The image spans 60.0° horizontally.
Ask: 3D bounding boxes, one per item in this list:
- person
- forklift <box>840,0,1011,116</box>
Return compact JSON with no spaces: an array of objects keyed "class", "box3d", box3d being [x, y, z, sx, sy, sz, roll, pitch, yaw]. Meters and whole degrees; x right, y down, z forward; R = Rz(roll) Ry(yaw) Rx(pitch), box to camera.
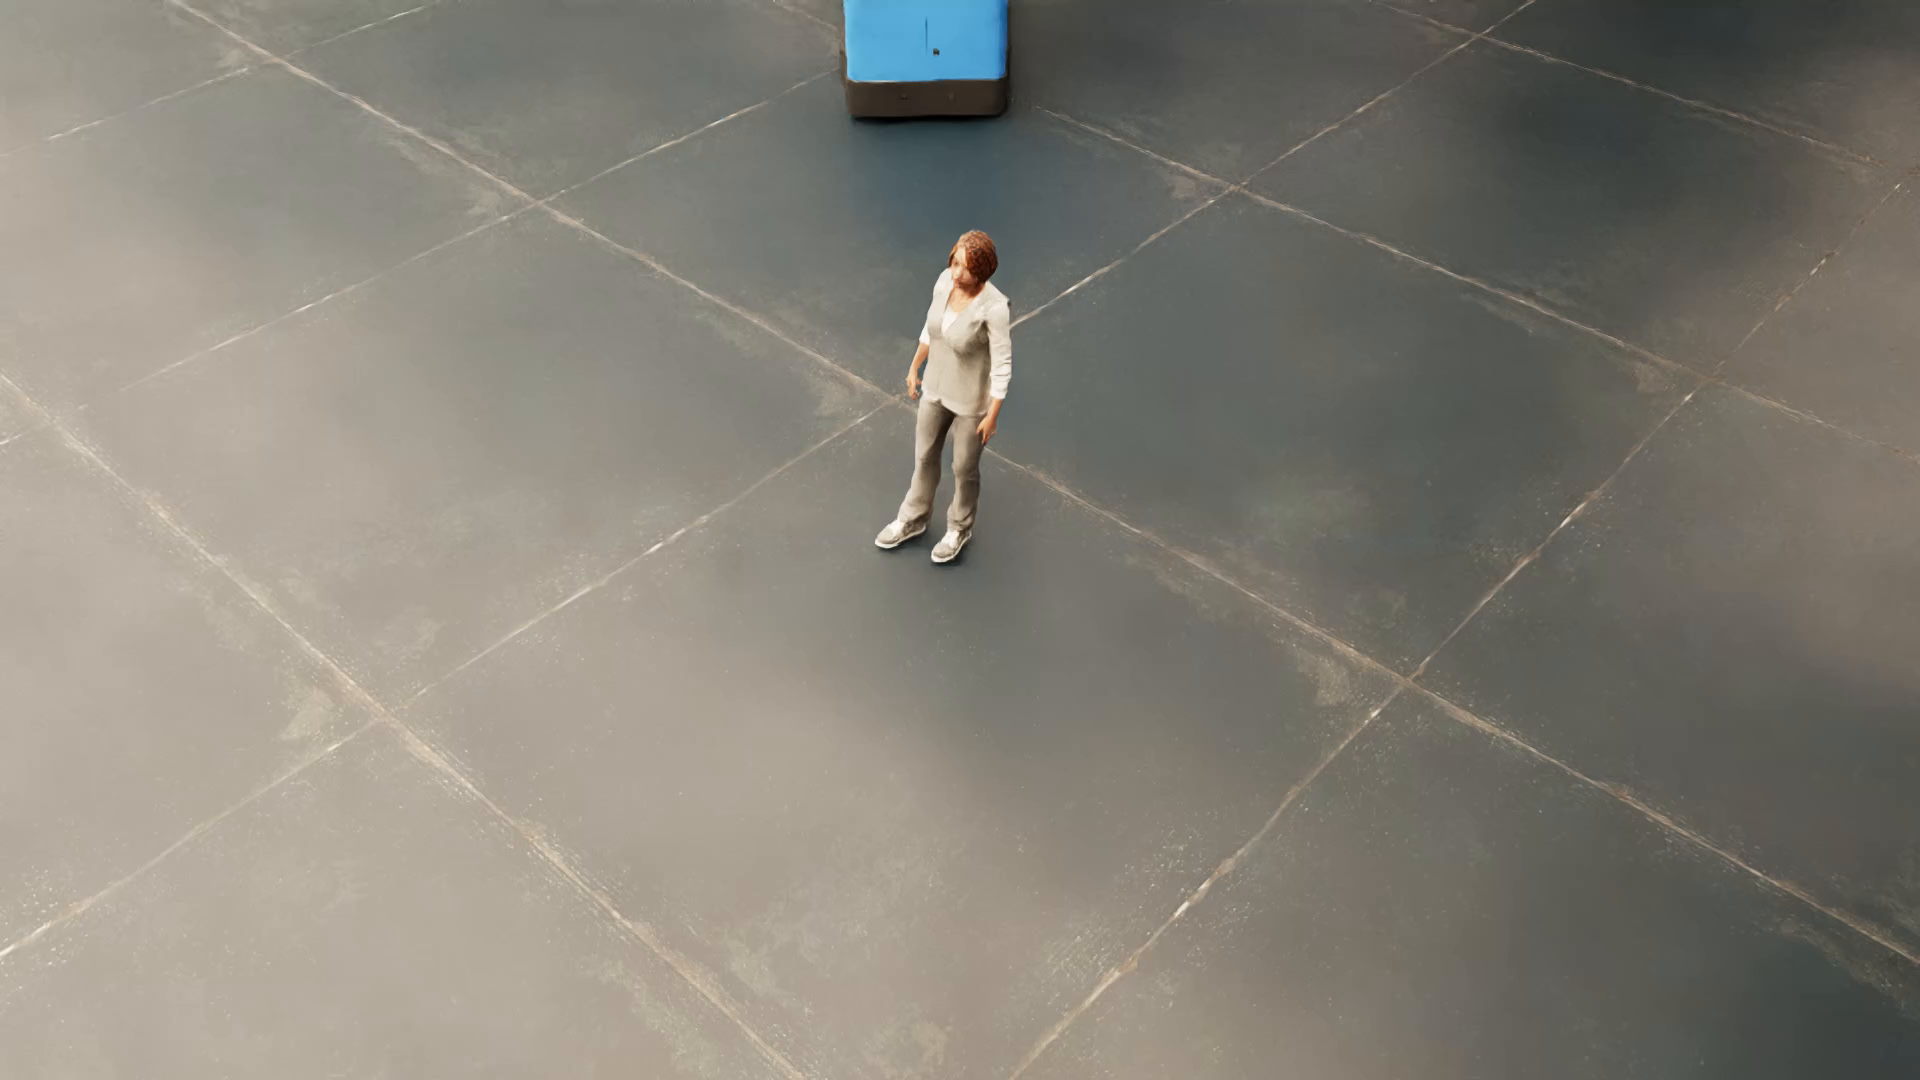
[{"class":"person","box3d":[-0.060,-0.582,7.120,0.521,1.597,0.474,31,49,31]},{"class":"forklift","box3d":[-0.267,-4.795,11.018,1.130,2.935,3.031,-1,41,-2]}]
